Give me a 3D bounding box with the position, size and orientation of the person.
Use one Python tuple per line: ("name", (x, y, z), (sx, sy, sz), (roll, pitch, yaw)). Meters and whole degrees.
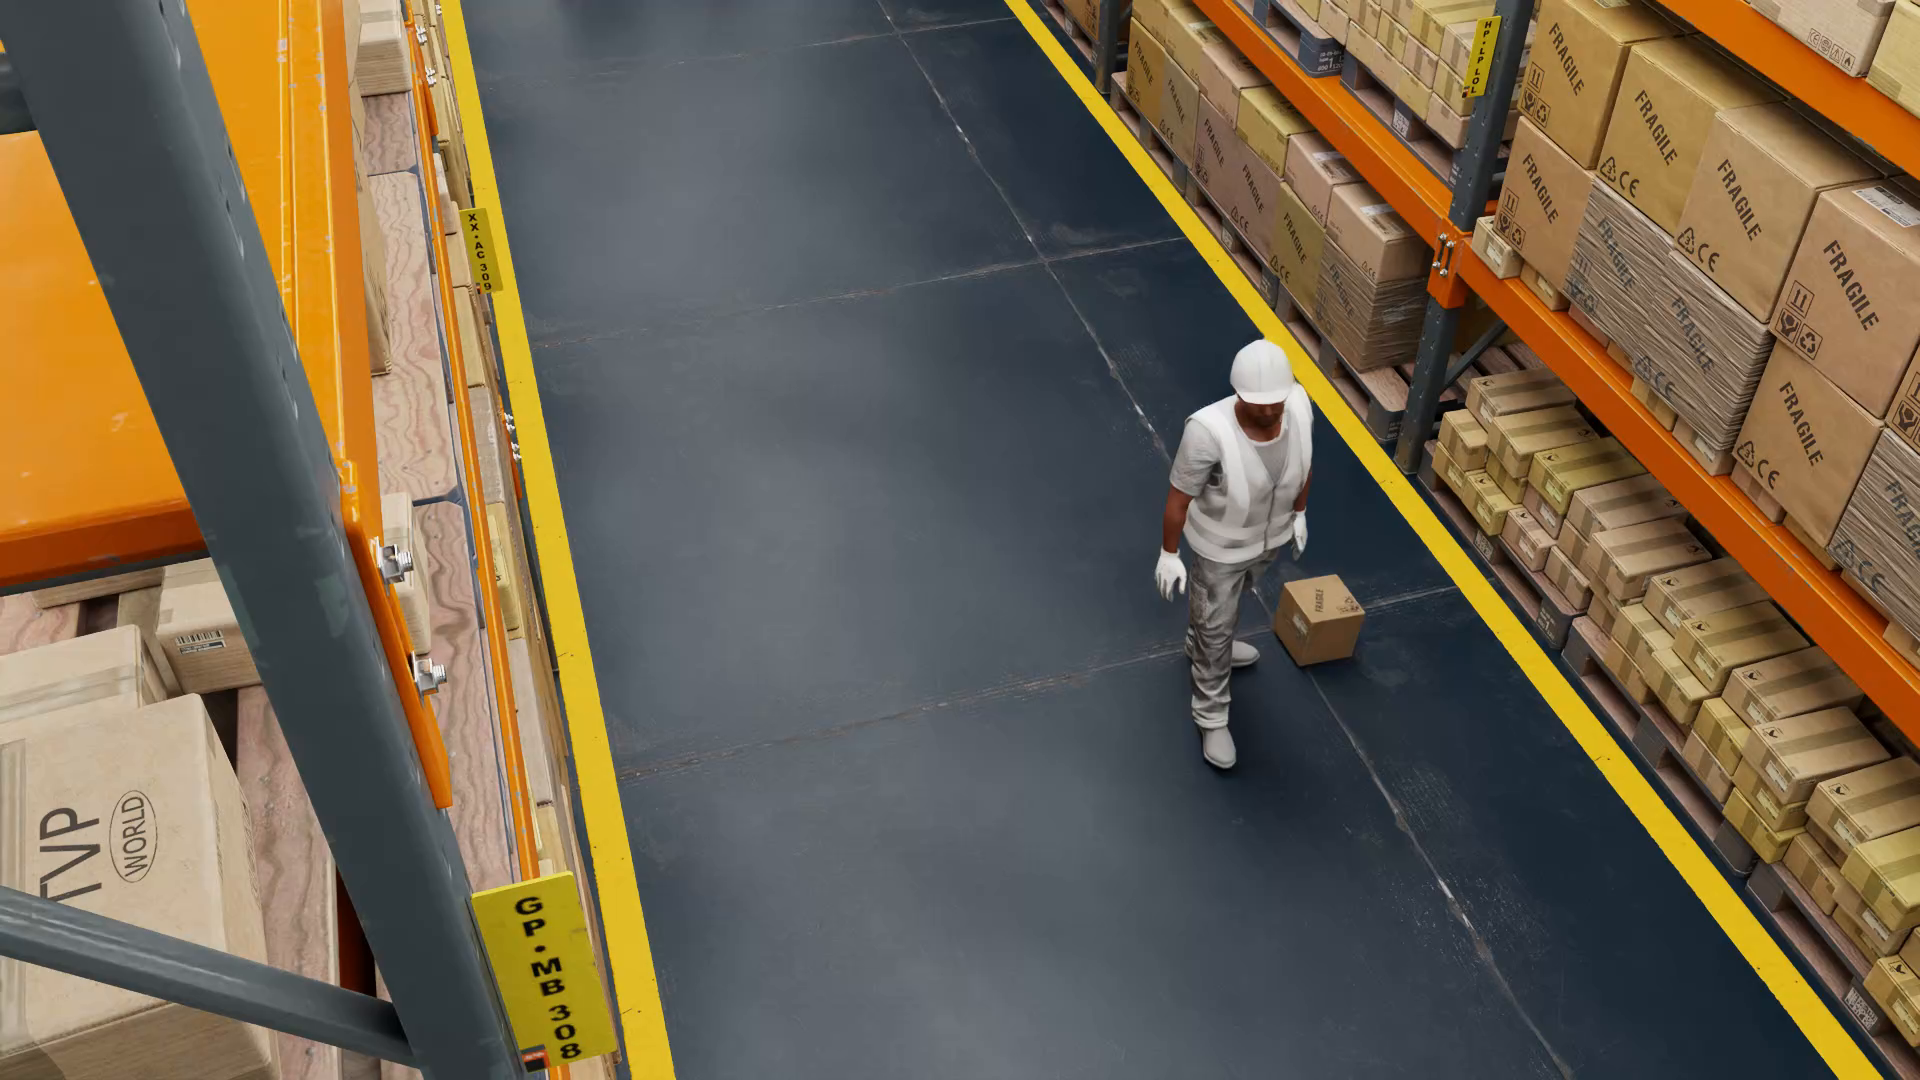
("person", (1.023, 0.013, 6.129), (0.636, 1.789, 0.643), (-22, 46, -23))
